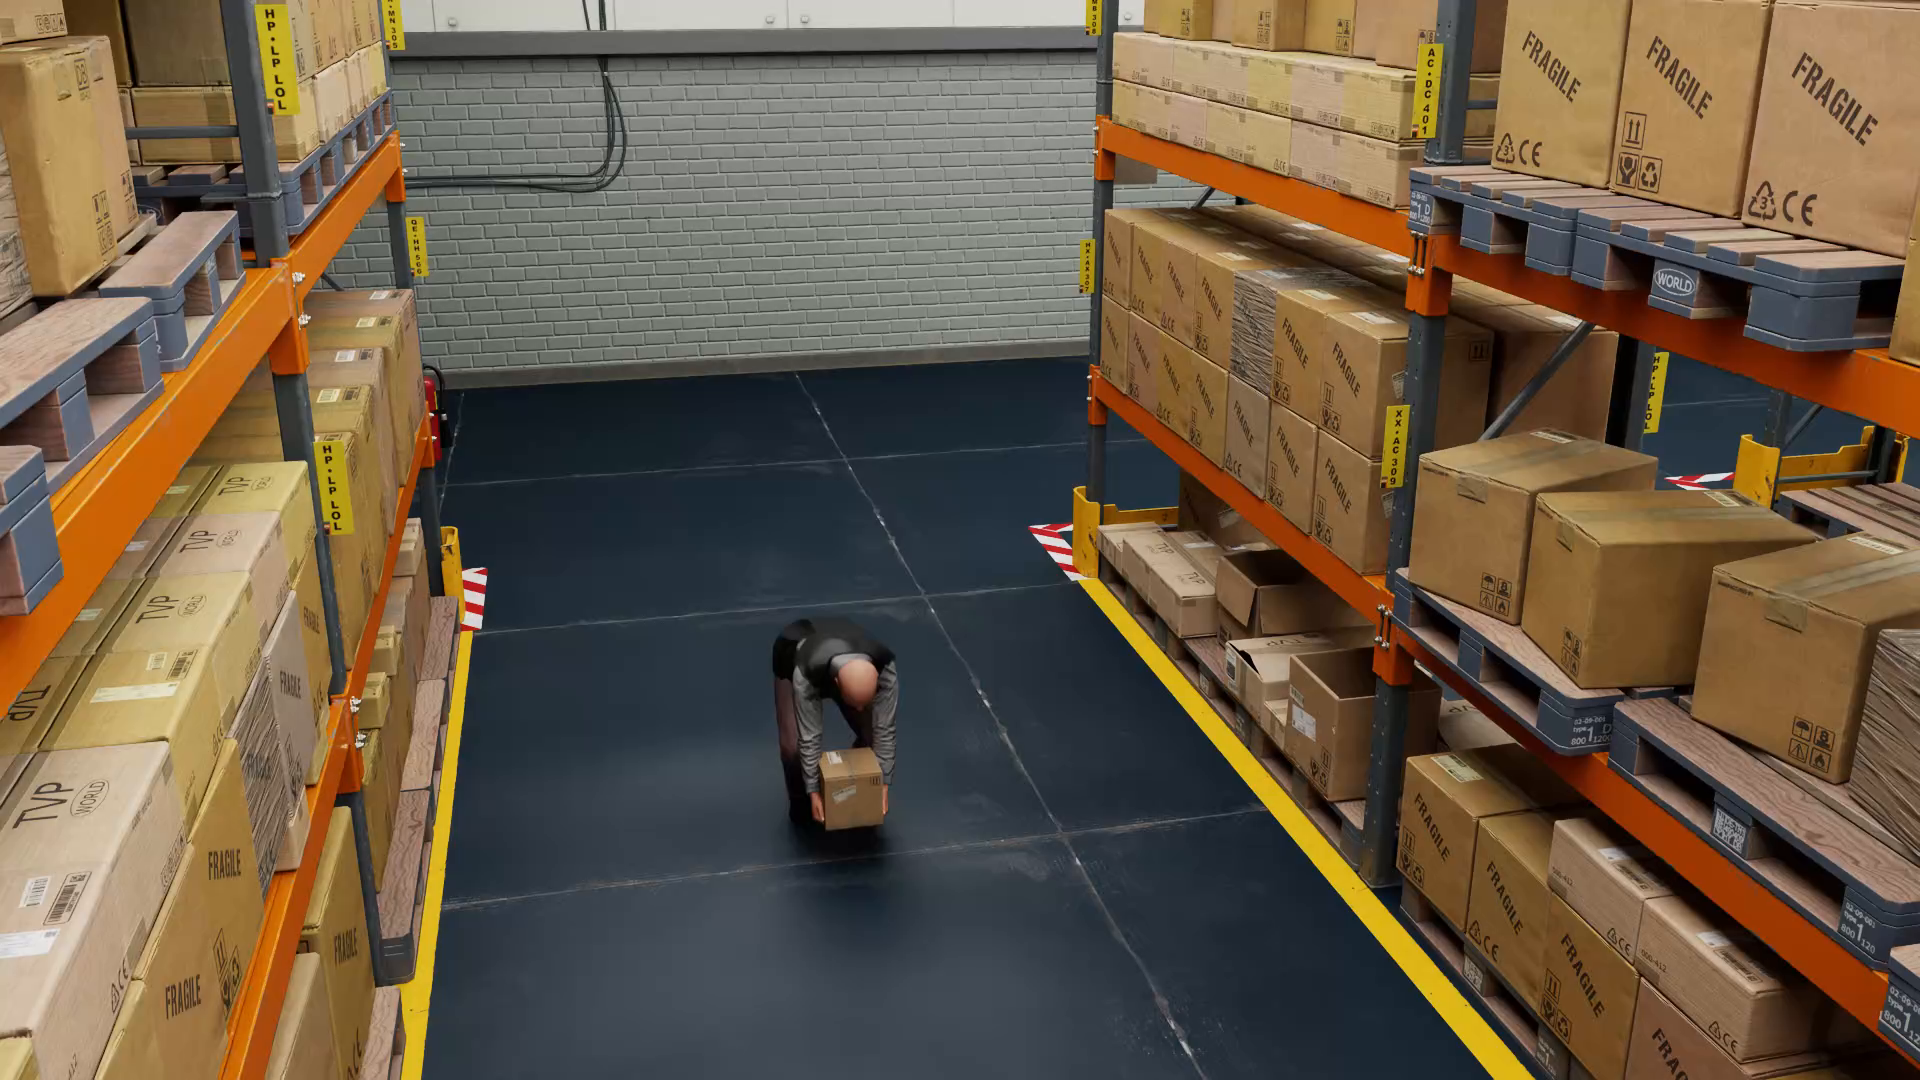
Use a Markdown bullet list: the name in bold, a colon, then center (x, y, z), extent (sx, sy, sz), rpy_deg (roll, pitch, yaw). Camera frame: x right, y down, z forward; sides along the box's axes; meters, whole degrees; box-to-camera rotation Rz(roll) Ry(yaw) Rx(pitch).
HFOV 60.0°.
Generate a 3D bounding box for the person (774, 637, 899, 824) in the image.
- **person**: center (-0.552, 0.837, 7.391), extent (0.507, 0.957, 0.920), rpy_deg (-5, 20, -15)
